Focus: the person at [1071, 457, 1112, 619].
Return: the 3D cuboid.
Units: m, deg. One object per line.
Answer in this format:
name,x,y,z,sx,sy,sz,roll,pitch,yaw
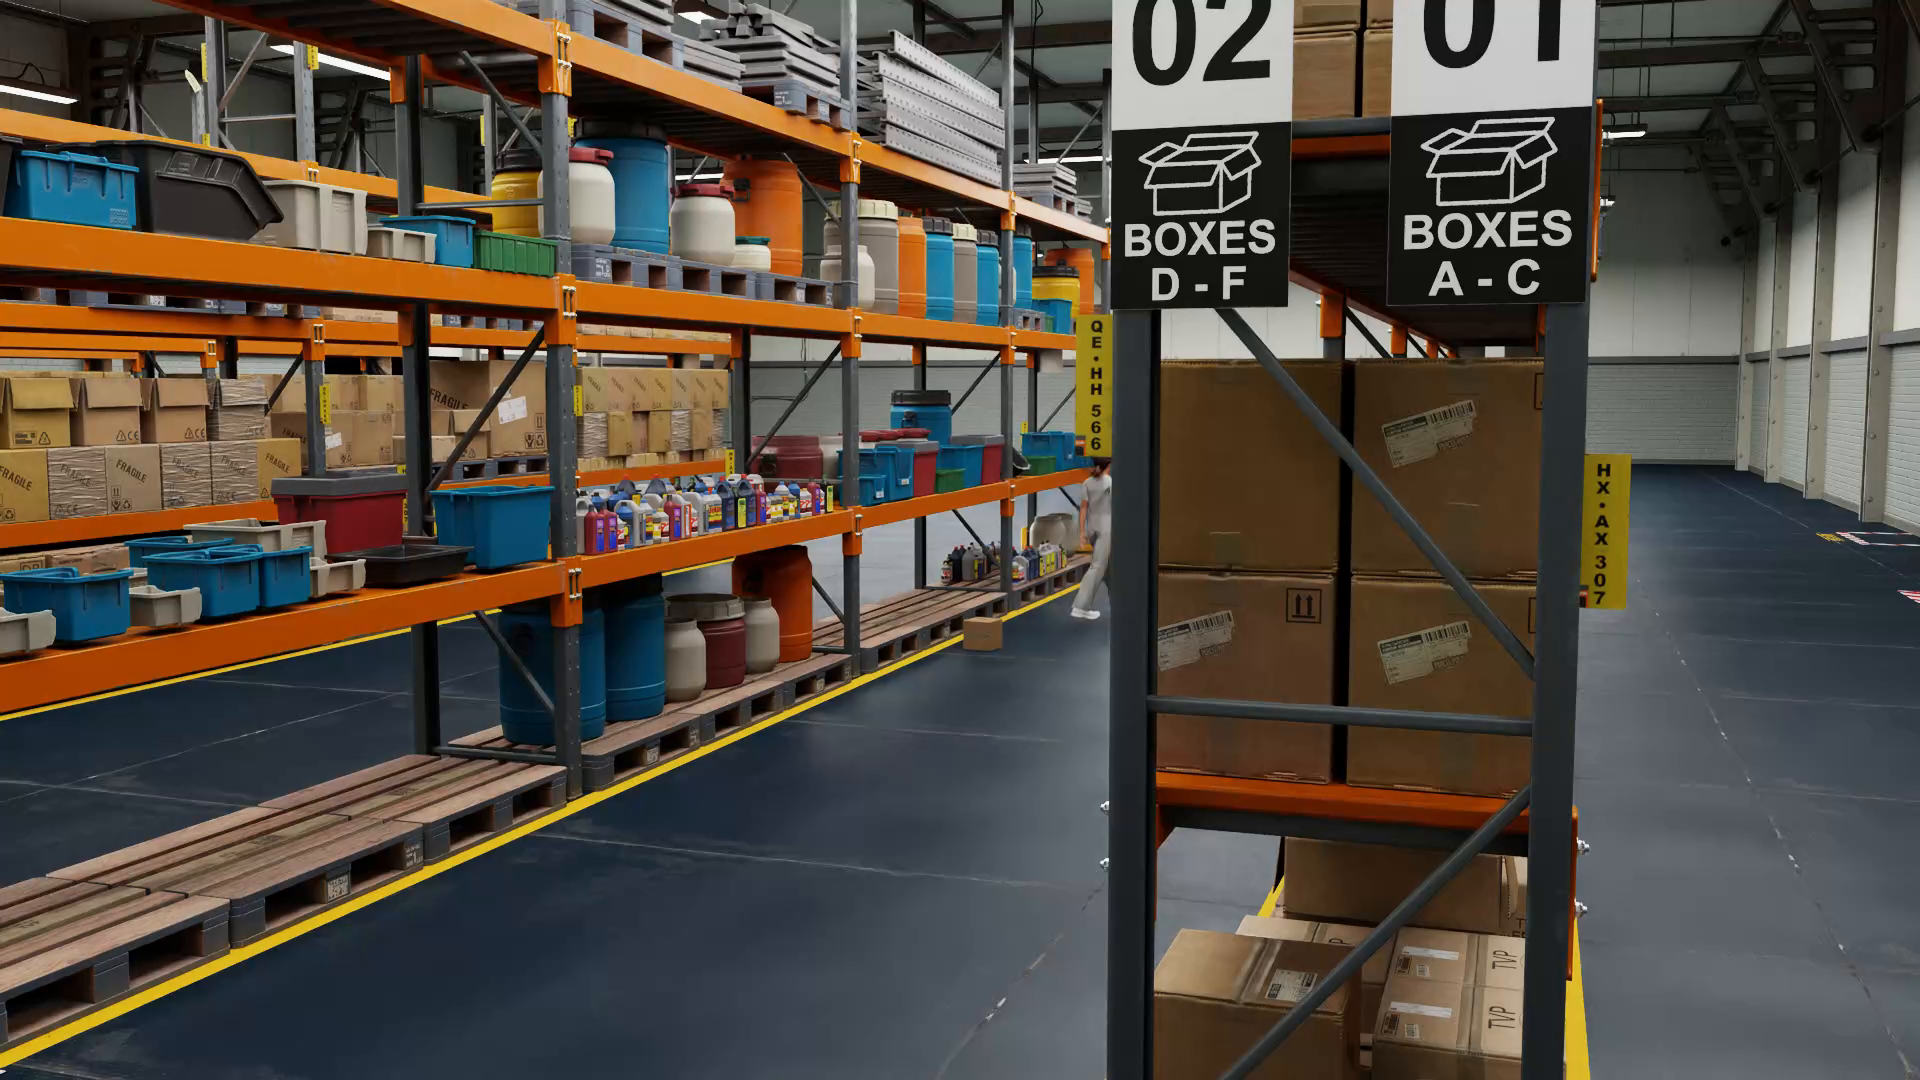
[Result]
person,1.415,-0.074,15.875,1.034,1.605,0.439,-4,7,-40
